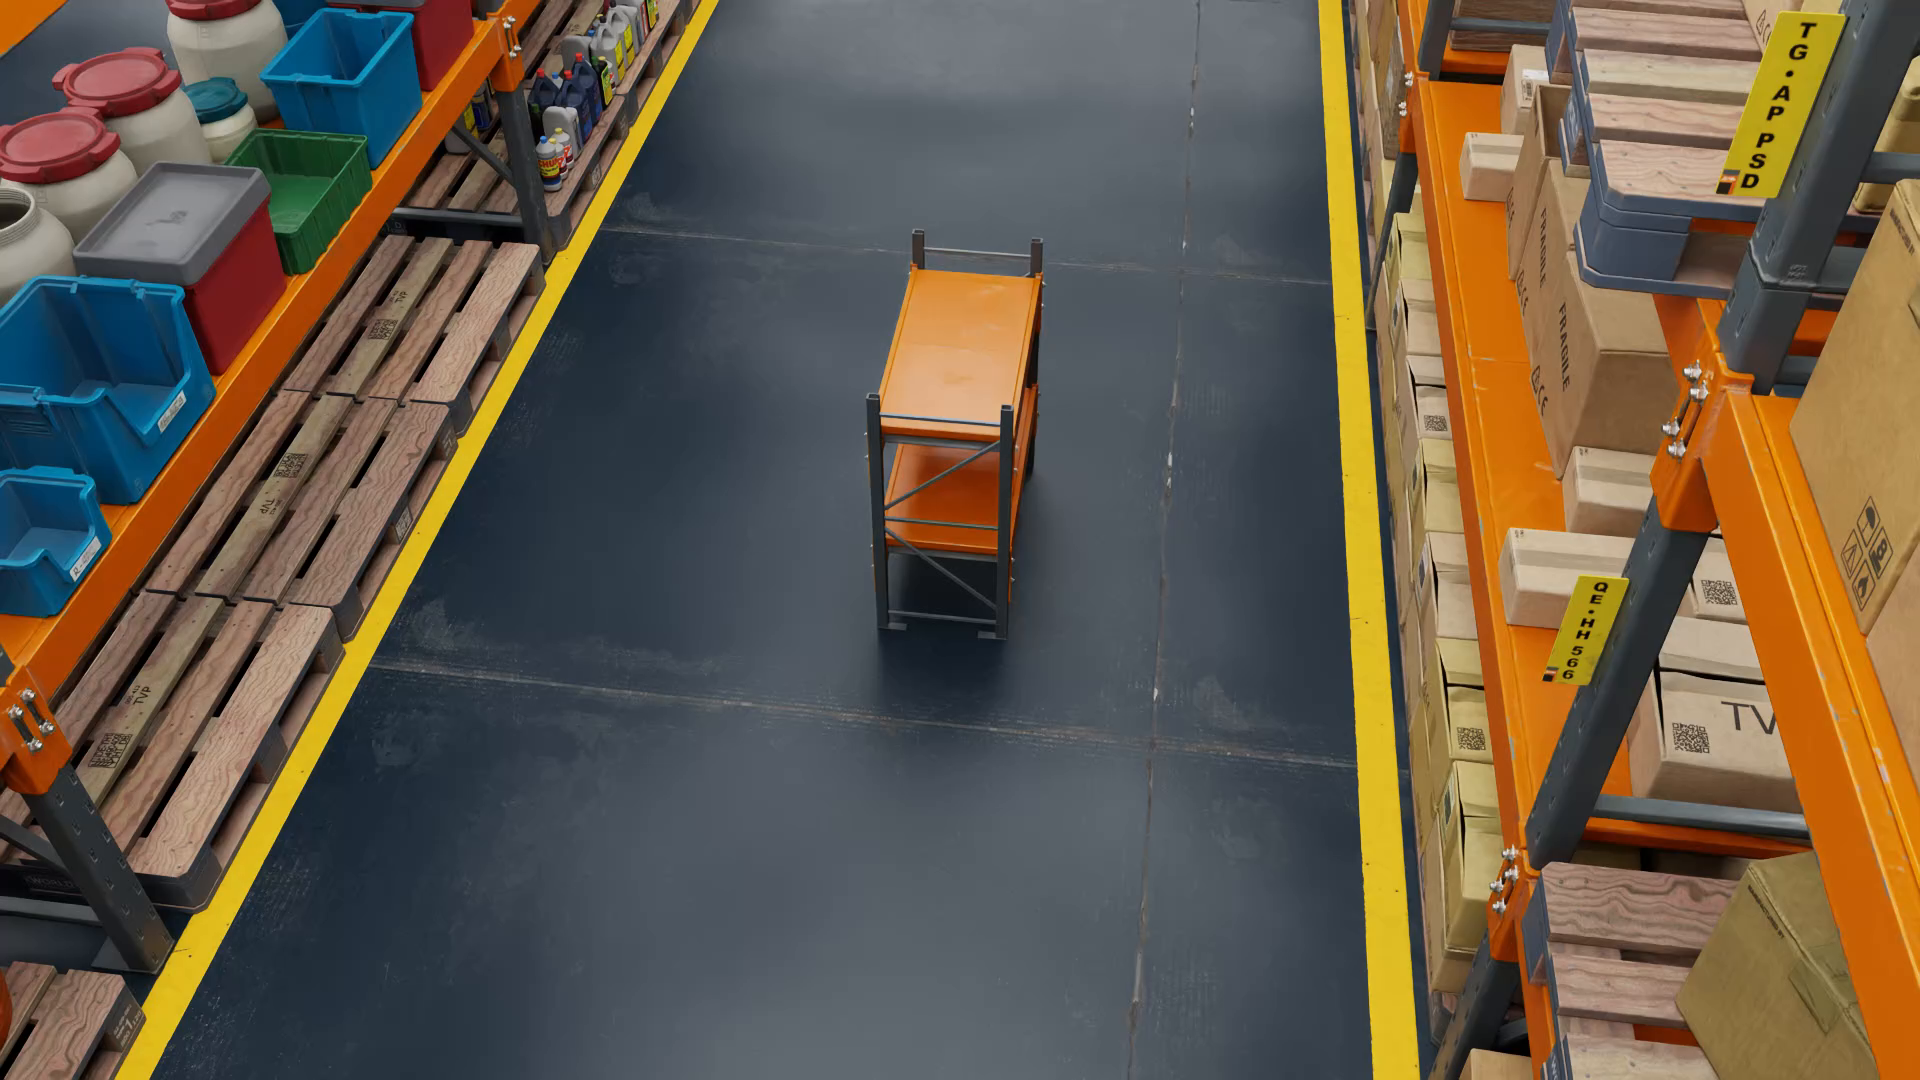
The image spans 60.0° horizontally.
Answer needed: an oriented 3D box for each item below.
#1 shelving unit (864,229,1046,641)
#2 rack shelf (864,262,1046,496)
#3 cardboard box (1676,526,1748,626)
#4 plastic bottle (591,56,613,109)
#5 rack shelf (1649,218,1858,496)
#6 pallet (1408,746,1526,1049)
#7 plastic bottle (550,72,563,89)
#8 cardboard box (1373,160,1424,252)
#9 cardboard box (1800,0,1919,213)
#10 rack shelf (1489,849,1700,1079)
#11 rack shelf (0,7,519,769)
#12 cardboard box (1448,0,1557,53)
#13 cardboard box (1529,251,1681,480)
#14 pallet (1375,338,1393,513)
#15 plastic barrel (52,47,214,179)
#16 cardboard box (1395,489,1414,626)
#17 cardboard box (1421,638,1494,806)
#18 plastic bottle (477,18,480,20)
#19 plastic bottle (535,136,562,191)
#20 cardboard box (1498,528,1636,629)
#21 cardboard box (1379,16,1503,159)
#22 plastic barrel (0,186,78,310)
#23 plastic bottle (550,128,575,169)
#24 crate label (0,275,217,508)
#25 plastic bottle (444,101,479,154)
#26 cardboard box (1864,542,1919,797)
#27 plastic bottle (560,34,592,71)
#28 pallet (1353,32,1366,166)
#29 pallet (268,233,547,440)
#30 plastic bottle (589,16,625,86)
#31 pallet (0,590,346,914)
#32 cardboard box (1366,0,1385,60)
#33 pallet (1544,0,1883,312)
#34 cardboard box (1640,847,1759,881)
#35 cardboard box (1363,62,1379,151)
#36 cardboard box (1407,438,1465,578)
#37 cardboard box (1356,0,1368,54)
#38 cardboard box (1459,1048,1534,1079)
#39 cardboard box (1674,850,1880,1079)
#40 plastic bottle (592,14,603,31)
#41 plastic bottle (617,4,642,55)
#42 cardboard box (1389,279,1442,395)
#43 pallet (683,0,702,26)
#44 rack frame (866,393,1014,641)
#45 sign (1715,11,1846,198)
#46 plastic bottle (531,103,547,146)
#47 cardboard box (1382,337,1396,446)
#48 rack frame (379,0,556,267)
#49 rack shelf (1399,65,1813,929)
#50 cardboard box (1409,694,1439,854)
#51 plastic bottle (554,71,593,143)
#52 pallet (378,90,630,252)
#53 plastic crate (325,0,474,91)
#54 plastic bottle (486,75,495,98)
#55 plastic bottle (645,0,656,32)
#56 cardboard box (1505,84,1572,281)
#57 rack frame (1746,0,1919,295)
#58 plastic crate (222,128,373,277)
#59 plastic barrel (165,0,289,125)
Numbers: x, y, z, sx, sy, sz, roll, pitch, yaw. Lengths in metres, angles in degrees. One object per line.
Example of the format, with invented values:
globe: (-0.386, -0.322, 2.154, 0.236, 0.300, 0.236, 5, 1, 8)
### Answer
shelving unit: (-0.001, -0.404, 6.358, 0.538, 1.125, 1.048, 5, 44, 6)
rack shelf: (-0.001, -0.616, 6.157, 0.538, 0.278, 1.000, 5, 44, 6)
cardboard box: (2.183, 0.103, 4.524, 0.500, 0.311, 0.500, 5, 44, 5)
plastic bottle: (-1.902, -2.439, 8.800, 0.061, 0.283, 0.133, 7, 44, 7)
rack shelf: (2.137, -1.528, 4.524, 1.077, 0.370, 4.000, 5, 44, 6)
pallet: (2.020, 1.118, 5.416, 1.003, 0.211, 1.213, 5, 44, 6)
plastic bottle: (-2.091, -2.307, 8.670, 0.097, 0.271, 0.097, 0, 43, 0)
cardboard box: (2.246, -1.553, 7.903, 0.500, 0.250, 0.500, 5, 44, 6)
cardboard box: (1.877, -0.839, 3.076, 0.500, 0.250, 0.500, 2, 43, 2)
rack shelf: (1.608, 2.287, 2.676, 1.077, 0.370, 4.000, 5, 44, 6)
rack shelf: (-2.773, -0.892, 6.034, 1.077, 0.370, 4.000, 5, 44, 6)
cardboard box: (2.454, -2.403, 7.033, 0.700, 0.500, 0.500, 4, 44, 4)
cardboard box: (2.078, -0.519, 5.043, 0.500, 0.500, 0.500, 3, 44, 3)
pallet: (2.342, -0.545, 7.172, 1.003, 0.211, 1.213, 5, 44, 6)
plastic barrel: (-2.949, -1.433, 5.983, 0.433, 0.535, 0.433, 0, 43, 0)
cardboard box: (1.899, 0.083, 6.175, 0.500, 0.250, 0.500, 6, 44, 6)
cardboard box: (1.760, 0.571, 5.252, 0.500, 0.311, 0.500, 5, 44, 5)
plastic bottle: (-2.613, -2.764, 9.152, 0.097, 0.271, 0.097, 0, 43, 0)
plastic bottle: (-2.032, -1.863, 8.200, 0.097, 0.271, 0.097, 0, 43, 0)
cardboard box: (1.717, 0.116, 4.629, 0.380, 0.149, 0.250, 5, 44, 6)
cardboard box: (2.324, -2.165, 8.004, 0.500, 0.500, 0.500, 5, 44, 6)
plastic barrel: (-3.057, -0.838, 5.372, 0.421, 0.512, 0.421, 0, 43, 0)
plastic bottle: (-2.005, -1.976, 8.370, 0.097, 0.201, 0.097, 0, 43, 0)
crate label: (-2.638, -0.455, 5.024, 0.502, 0.435, 0.616, 5, 44, 6)
plastic bottle: (-2.566, -2.166, 8.463, 0.144, 0.351, 0.185, 5, 44, 6)
cardboard box: (1.781, 0.185, 2.118, 0.910, 0.500, 0.500, 5, 44, 6)
plastic bottle: (-2.059, -2.614, 8.990, 0.152, 0.276, 0.135, 5, 44, 6)
pallet: (2.707, -2.423, 9.155, 1.003, 0.211, 1.213, 5, 44, 6)
pallet: (-2.574, -0.965, 7.616, 1.003, 0.211, 1.213, 5, 44, 6)
plastic bottle: (-1.909, -2.645, 8.968, 0.144, 0.351, 0.185, 5, 44, 5)
pallet: (-2.896, 0.698, 5.859, 1.003, 0.211, 1.213, 5, 44, 6)
cardboard box: (2.438, -2.849, 8.726, 0.500, 0.500, 0.500, 5, 44, 6)
pallet: (1.874, -0.829, 3.399, 1.213, 0.211, 1.003, 7, 44, 7)
cardboard box: (2.233, 0.975, 4.825, 0.500, 0.311, 0.500, 7, 44, 7)
cardboard box: (2.373, -2.235, 8.623, 0.500, 0.250, 0.500, 5, 44, 6)
cardboard box: (1.898, -0.114, 5.976, 0.500, 0.311, 0.500, 6, 44, 7)
cardboard box: (2.510, -2.916, 9.343, 0.500, 0.250, 0.500, 5, 44, 6)
cardboard box: (1.529, 1.695, 4.276, 0.500, 0.500, 0.500, 7, 44, 7)
cardboard box: (1.901, 0.913, 3.226, 0.700, 0.500, 0.500, -8, 44, -9)
plastic bottle: (-1.993, -2.829, 9.272, 0.097, 0.201, 0.097, 0, 43, 0)
plastic bottle: (-1.866, -2.858, 9.247, 0.152, 0.276, 0.135, 4, 44, 4)
cardboard box: (2.028, -0.821, 6.722, 0.500, 0.311, 0.500, 5, 44, 5)
pallet: (-2.055, -3.620, 10.420, 1.003, 0.211, 1.213, 5, 44, 6)
rack frame: (-0.068, -0.057, 5.992, 0.500, 1.125, 0.032, 5, 44, 6)
sign: (1.323, -0.699, 2.691, 0.100, 0.325, 0.005, 5, 44, 6)
plastic bottle: (-2.122, -2.099, 8.441, 0.061, 0.283, 0.133, 5, 44, 6)
cardboard box: (2.033, -0.617, 6.914, 0.500, 0.250, 0.500, 6, 44, 7)
rack frame: (-2.508, -2.516, 7.226, 1.000, 3.000, 0.127, 5, 44, 6)
rack shelf: (2.137, -0.439, 5.555, 1.077, 0.370, 4.000, 5, 44, 6)
cardboard box: (1.765, 0.776, 5.443, 0.500, 0.250, 0.500, 5, 44, 5)
plastic bottle: (-1.990, -2.226, 8.526, 0.144, 0.351, 0.185, 6, 44, 7)
pallet: (-2.378, -1.958, 8.664, 1.003, 0.211, 1.213, 5, 44, 6)
plastic crate: (-2.269, -2.182, 6.826, 0.402, 0.464, 0.583, 5, 44, 6)
plastic bottle: (-2.536, -2.514, 8.879, 0.061, 0.283, 0.133, 5, 44, 6)
plastic bottle: (-1.785, -3.043, 9.438, 0.061, 0.283, 0.133, 6, 44, 7)
cardboard box: (2.214, -1.219, 5.783, 0.500, 0.500, 0.500, 8, 44, 9)
rack frame: (1.872, -1.516, 1.806, 1.000, 3.000, 0.127, 5, 44, 6)
plastic crate: (-2.459, -1.227, 6.018, 0.450, 0.188, 0.662, 5, 44, 6)
plastic barrel: (-2.852, -1.933, 6.511, 0.433, 0.535, 0.433, 0, 43, 0)
